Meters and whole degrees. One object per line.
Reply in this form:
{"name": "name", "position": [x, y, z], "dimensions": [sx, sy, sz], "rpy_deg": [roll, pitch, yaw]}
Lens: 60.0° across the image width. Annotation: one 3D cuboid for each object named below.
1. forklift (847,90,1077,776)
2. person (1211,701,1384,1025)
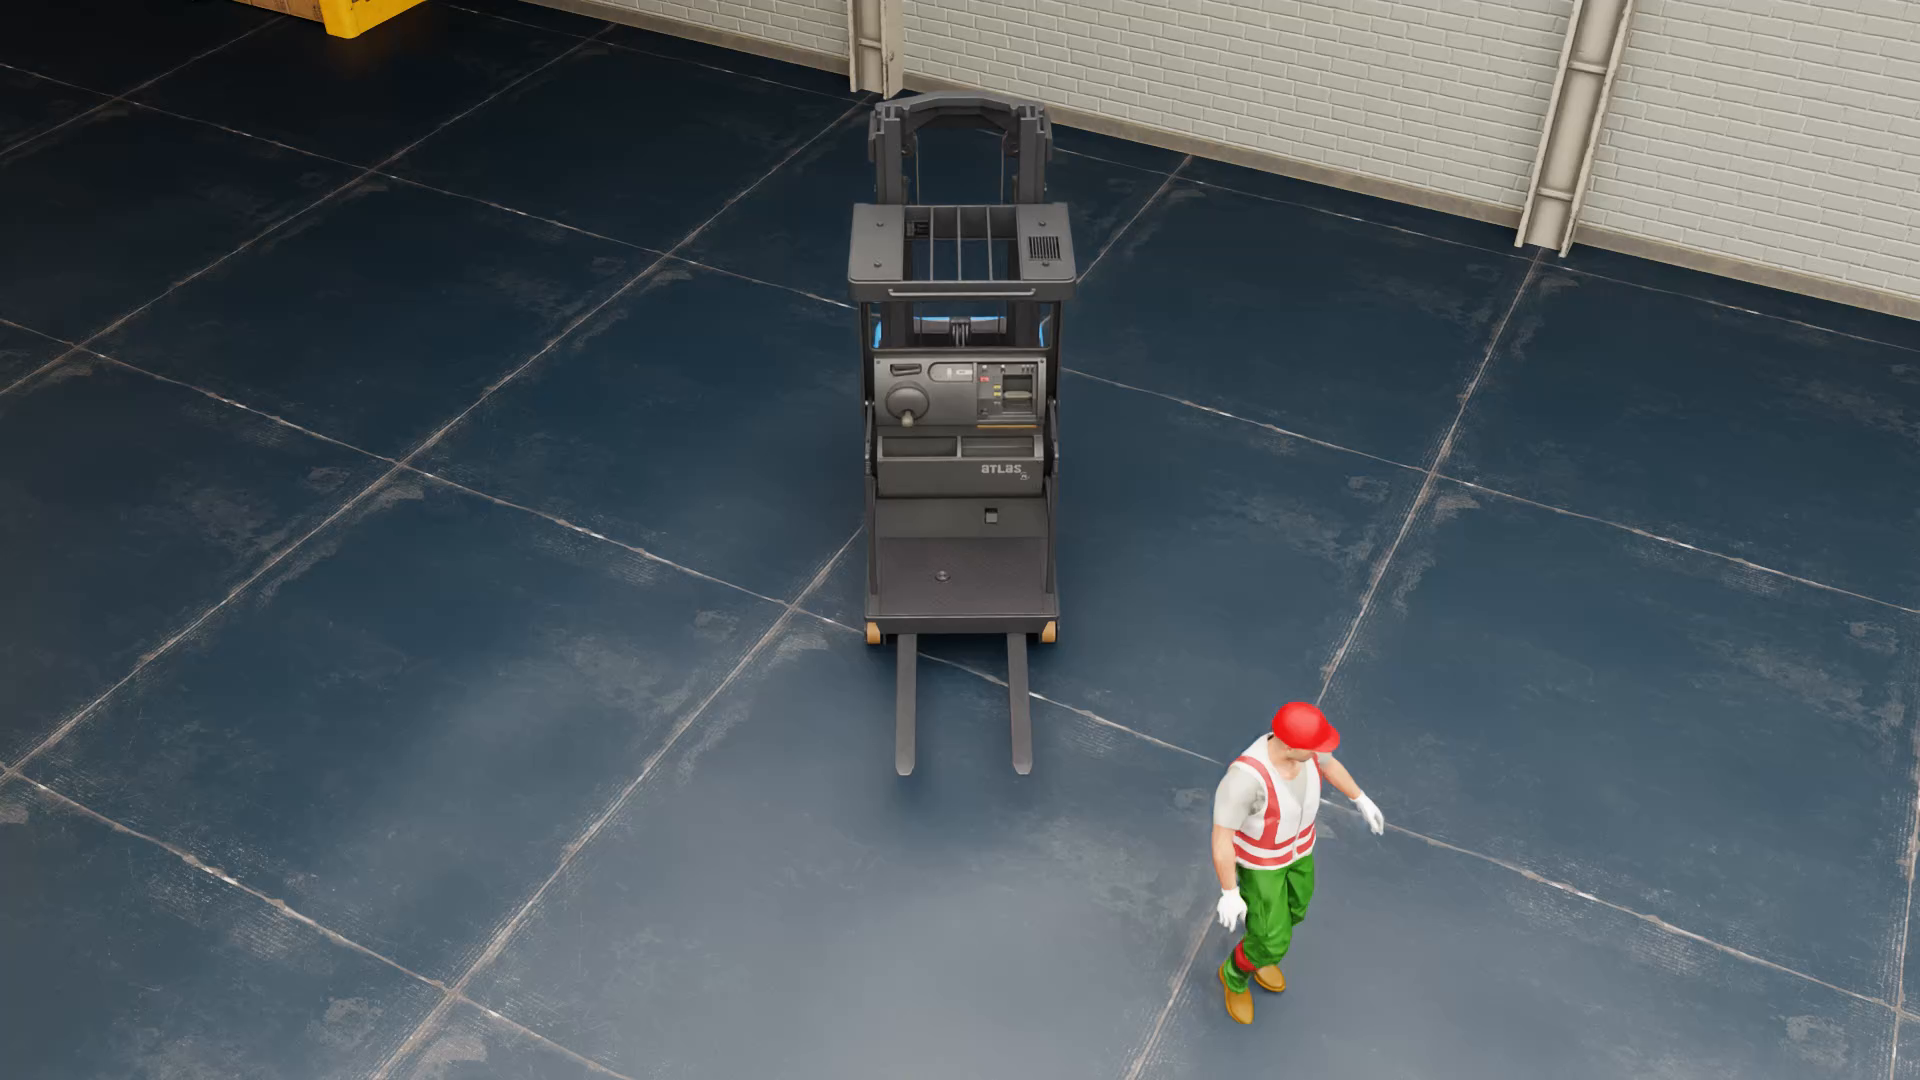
{"name": "forklift", "position": [0.006, -0.728, 8.851], "dimensions": [1.130, 2.935, 3.031], "rpy_deg": [0, 40, 0]}
{"name": "person", "position": [1.422, 1.382, 7.276], "dimensions": [0.898, 1.786, 0.483], "rpy_deg": [-24, 46, -26]}
